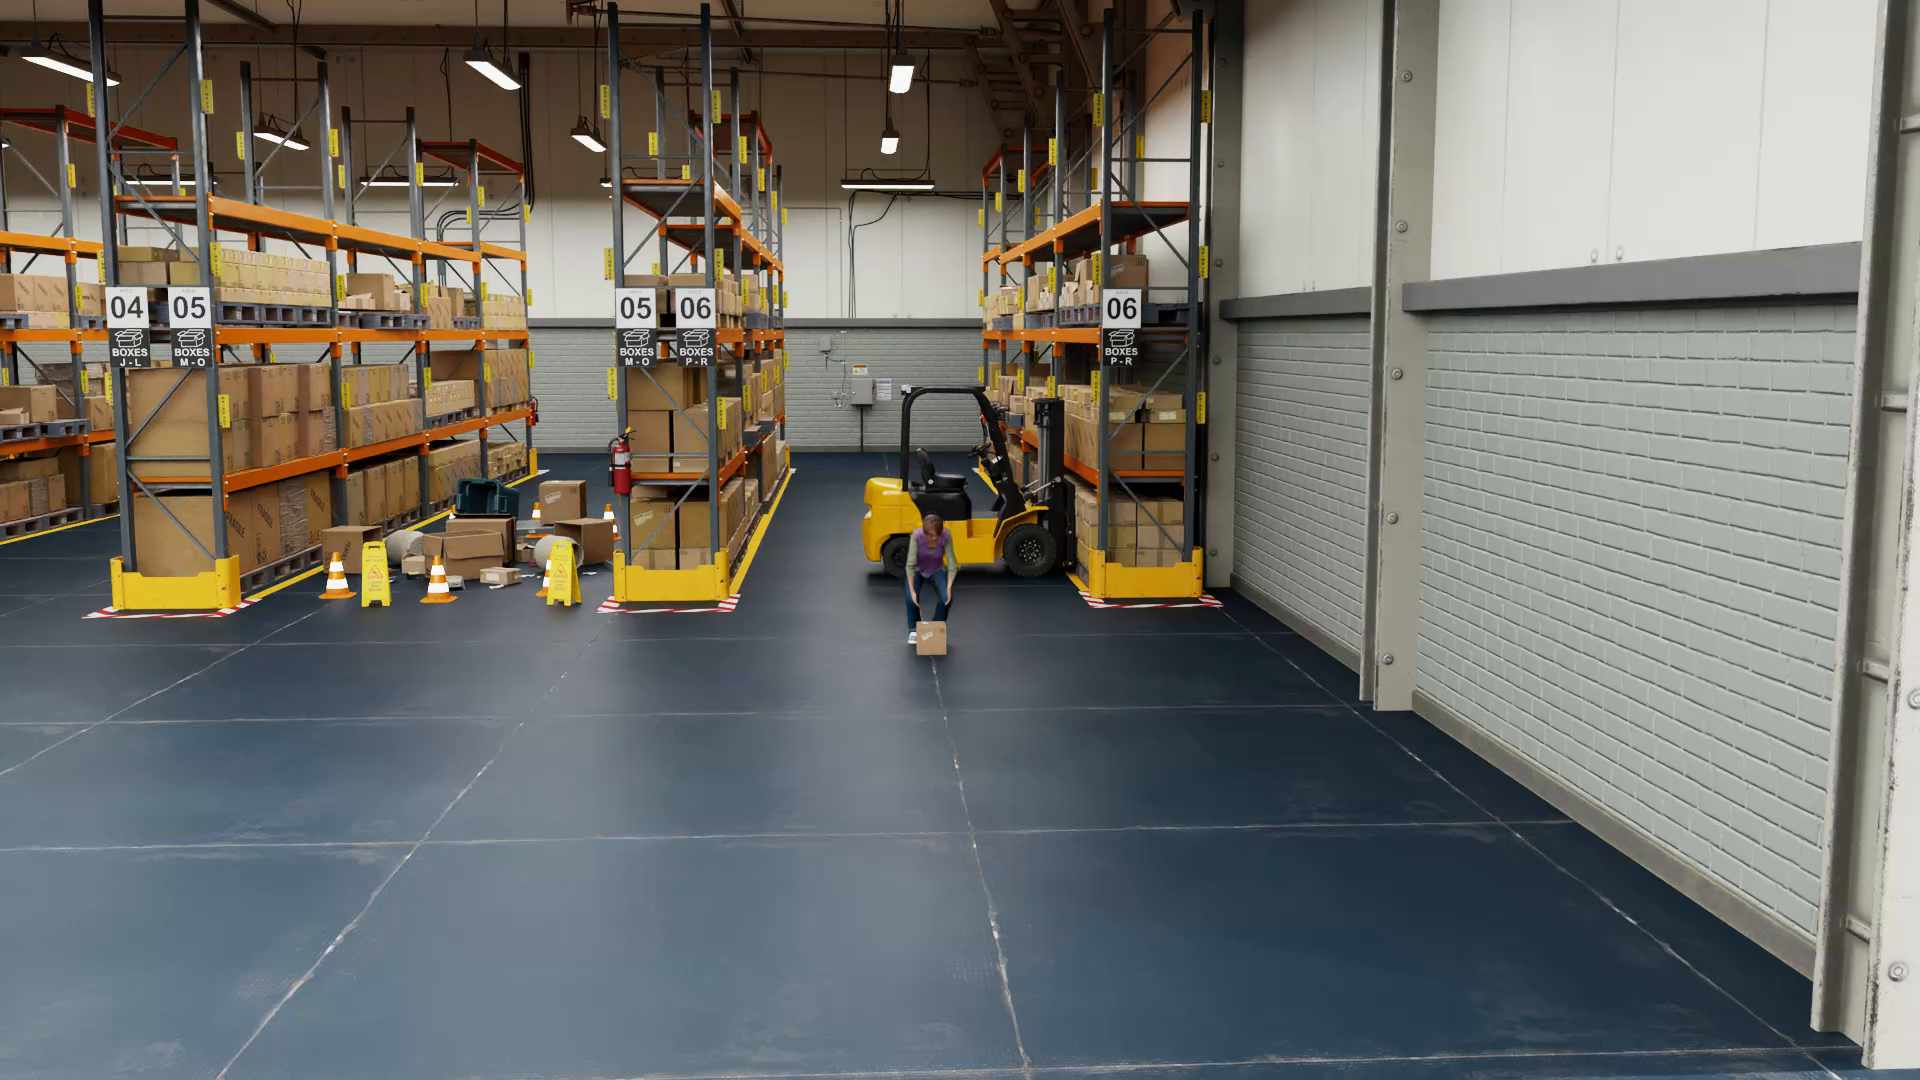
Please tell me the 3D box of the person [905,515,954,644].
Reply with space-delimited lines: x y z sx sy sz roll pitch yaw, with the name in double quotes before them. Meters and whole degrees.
"person" -0.268 0.336 14.781 0.446 1.186 0.714 0 7 -4
